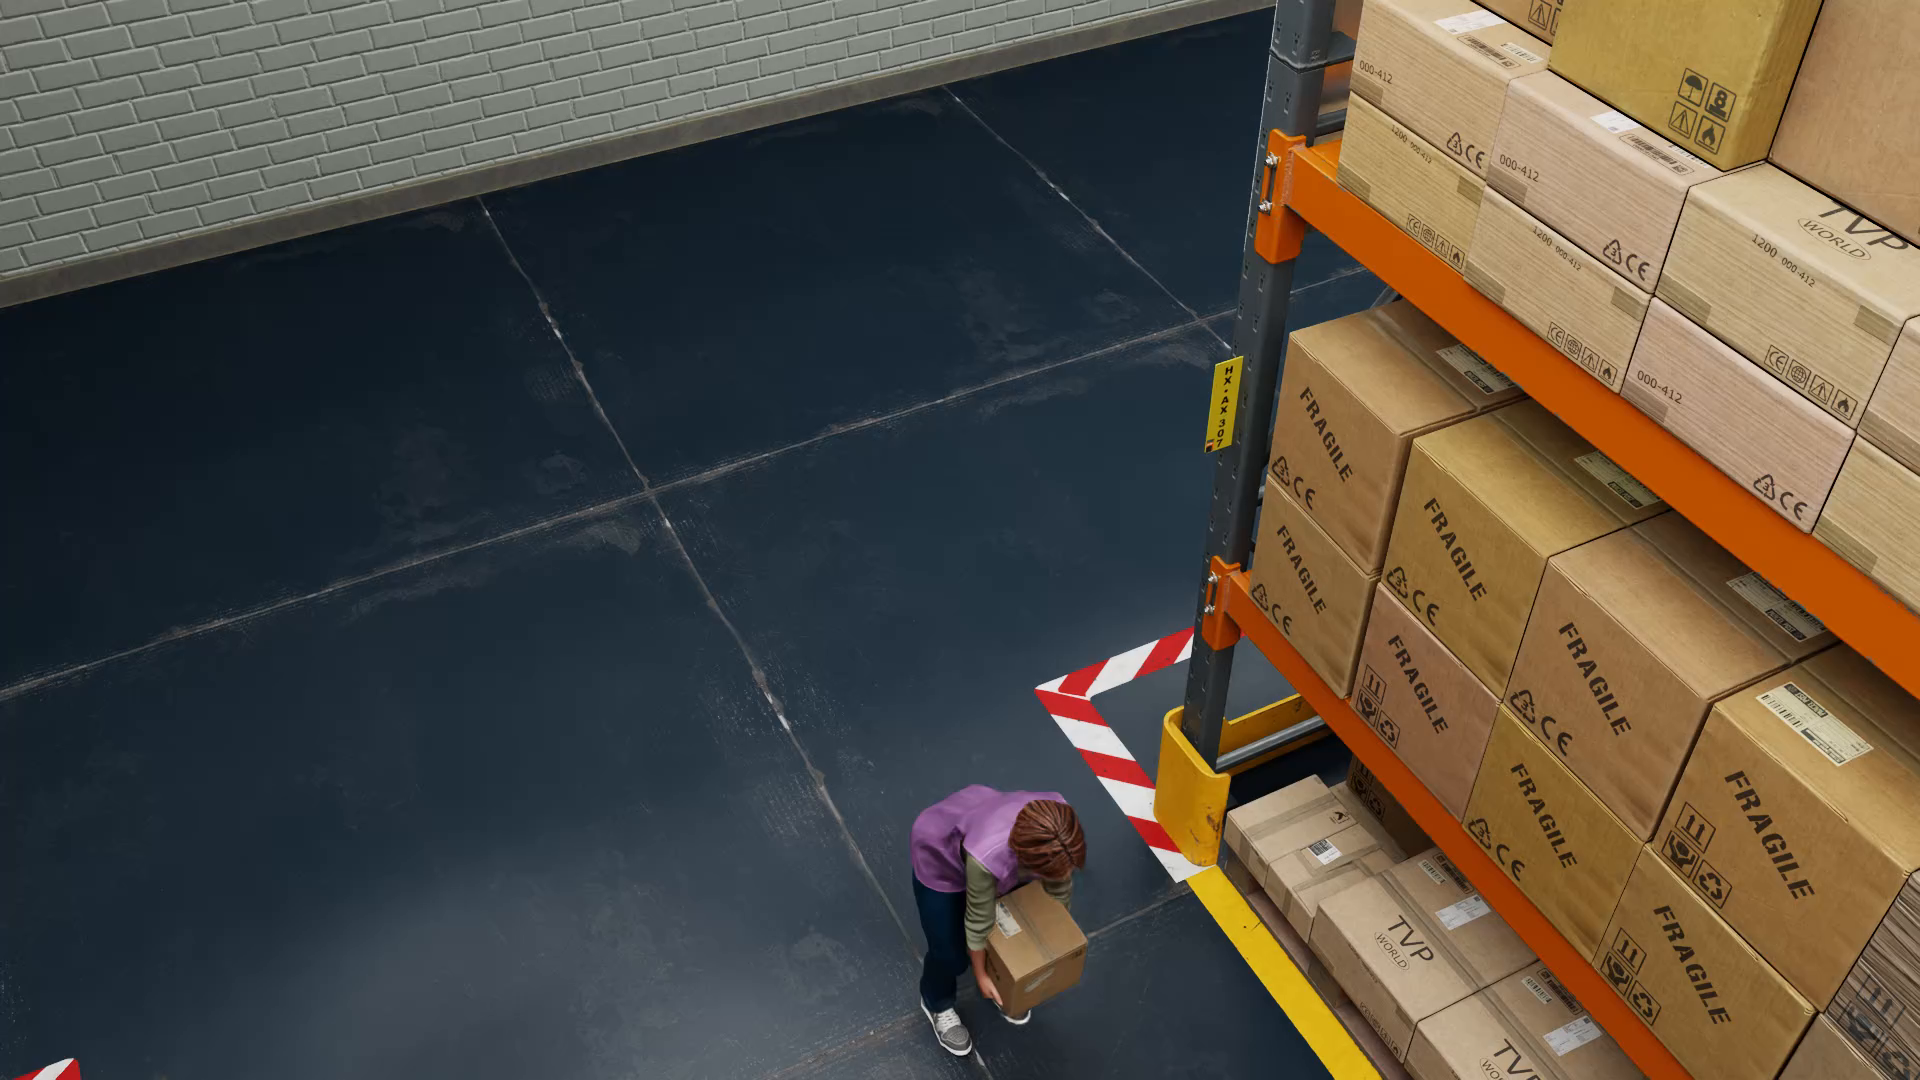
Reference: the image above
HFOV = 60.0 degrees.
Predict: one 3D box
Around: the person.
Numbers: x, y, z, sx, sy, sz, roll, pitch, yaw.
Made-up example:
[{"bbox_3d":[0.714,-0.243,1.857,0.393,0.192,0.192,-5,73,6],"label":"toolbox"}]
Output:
[{"bbox_3d":[0.117,1.139,5.040,0.375,1.409,0.690,-23,47,-23],"label":"person"}]
